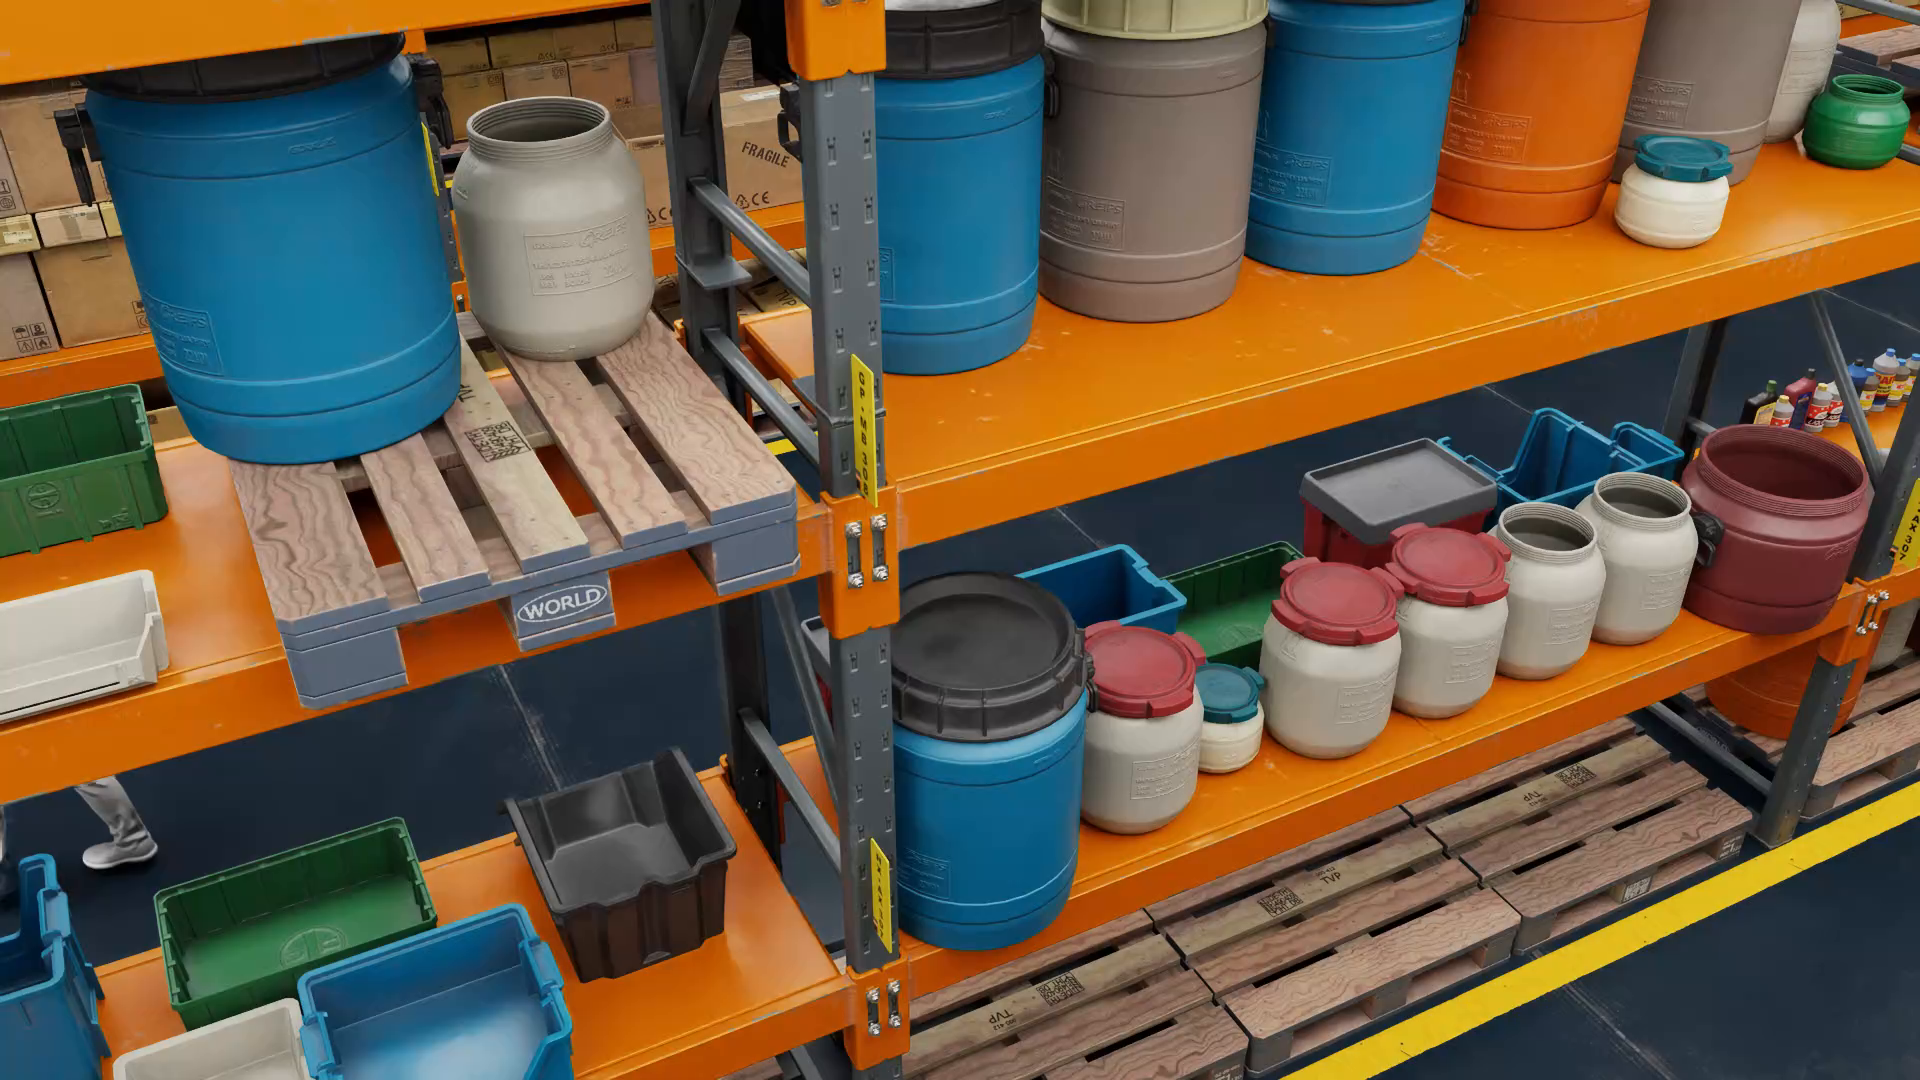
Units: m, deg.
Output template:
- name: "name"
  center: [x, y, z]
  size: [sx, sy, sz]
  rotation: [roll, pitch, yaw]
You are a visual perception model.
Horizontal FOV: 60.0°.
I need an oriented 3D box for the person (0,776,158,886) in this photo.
- name: "person"
  center: [-3.611, 0.624, 6.153]
  size: [0.822, 1.686, 0.486]
  rotation: [-4, 33, -5]
